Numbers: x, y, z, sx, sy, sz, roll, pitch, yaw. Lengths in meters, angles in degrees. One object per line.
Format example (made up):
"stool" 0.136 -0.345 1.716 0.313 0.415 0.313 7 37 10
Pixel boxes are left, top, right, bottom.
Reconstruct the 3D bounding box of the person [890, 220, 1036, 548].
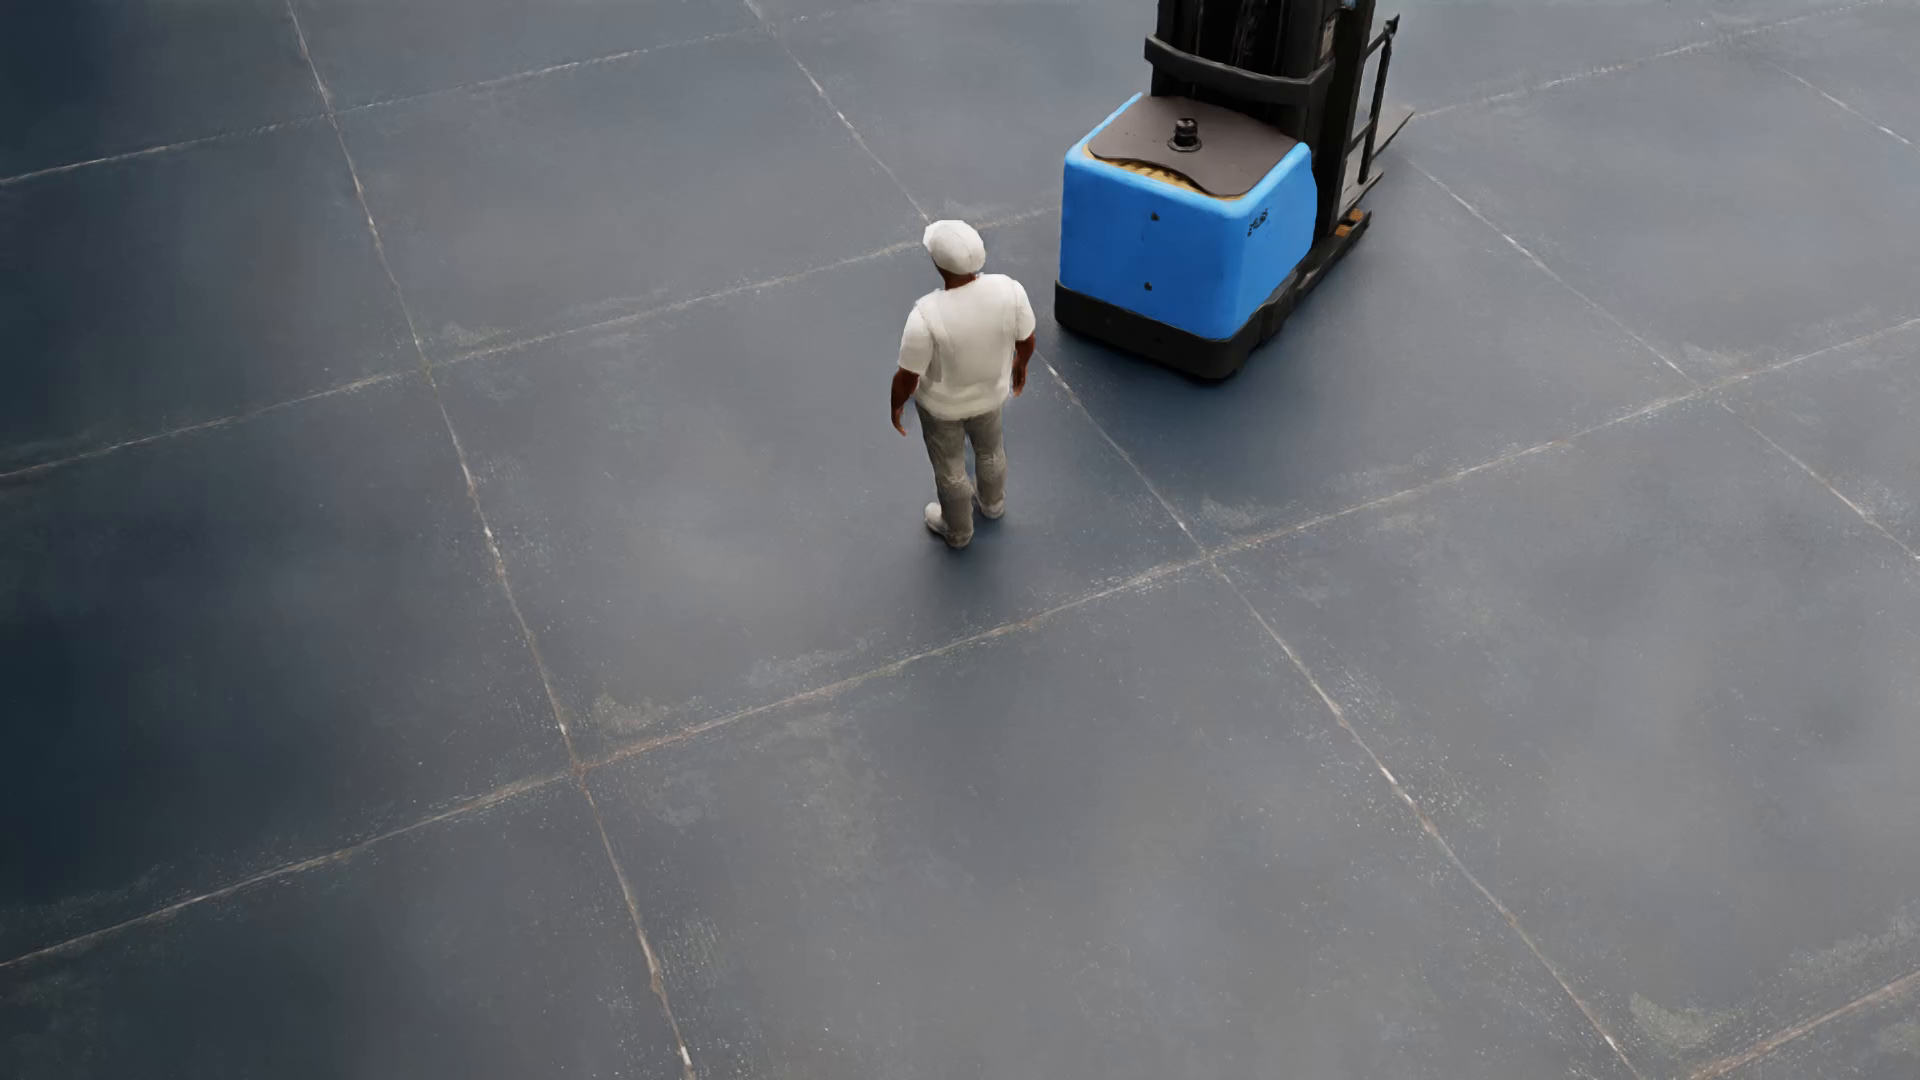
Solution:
"person" -0.024 -0.695 7.269 0.665 1.766 0.576 -18 46 -18

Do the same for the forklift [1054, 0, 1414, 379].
"forklift" 1.737 -2.885 8.771 1.130 2.935 3.031 24 48 24
